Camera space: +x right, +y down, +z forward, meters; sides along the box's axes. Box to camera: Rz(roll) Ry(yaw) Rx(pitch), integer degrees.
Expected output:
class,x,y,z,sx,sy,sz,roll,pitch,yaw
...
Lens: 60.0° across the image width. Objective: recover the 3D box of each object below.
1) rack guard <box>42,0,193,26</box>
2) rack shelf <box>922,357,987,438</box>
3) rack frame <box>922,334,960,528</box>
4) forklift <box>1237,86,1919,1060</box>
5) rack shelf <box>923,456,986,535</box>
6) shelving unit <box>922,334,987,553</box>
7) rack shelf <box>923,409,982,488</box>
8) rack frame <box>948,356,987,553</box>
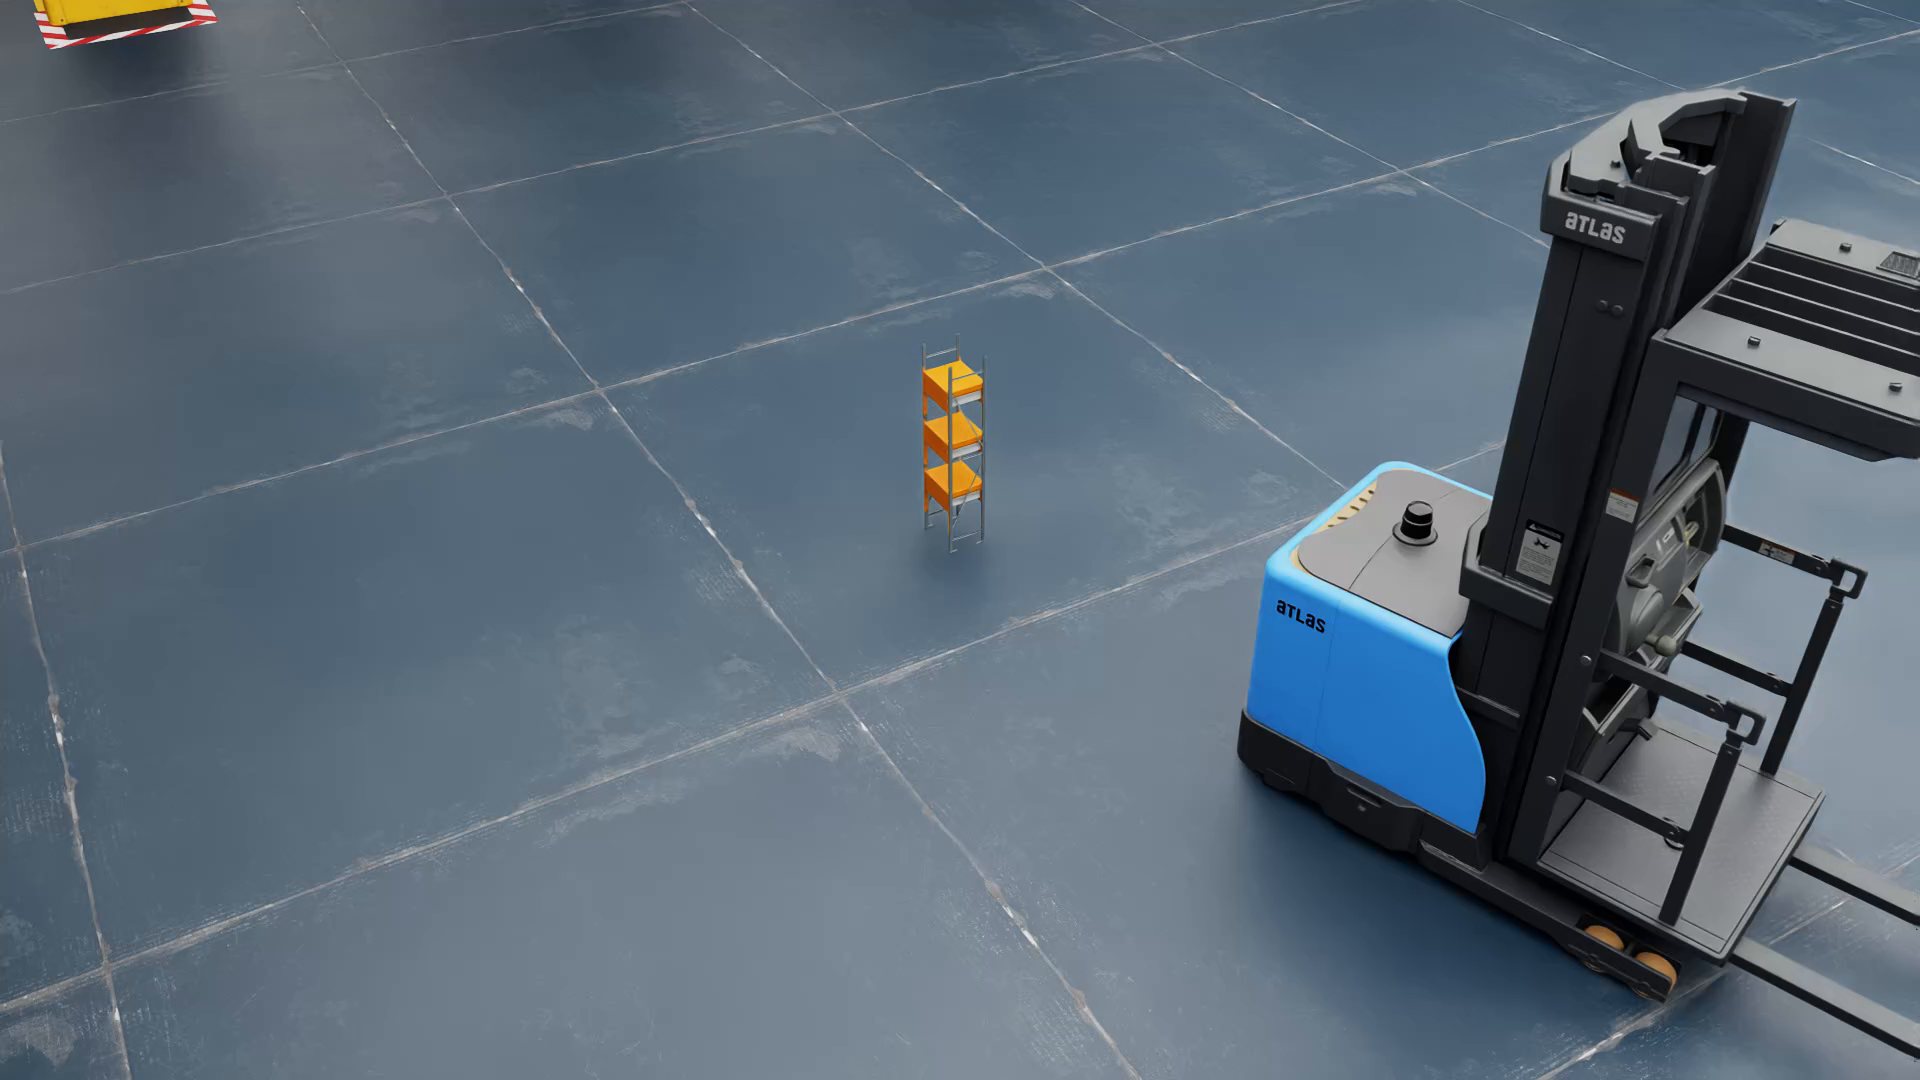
class,x,y,z,sx,sy,sz,roll,pitch,yaw
rack guard,-7.387,-4.872,14.497,1.175,0.500,0.348,-19,40,-24
rack shelf,-0.027,-0.672,7.817,0.215,0.259,0.240,-19,40,-24
rack frame,-0.088,-0.513,8.063,0.200,1.050,0.008,-19,40,-24
forklift,2.597,0.115,5.607,3.031,2.935,1.130,27,44,32
rack shelf,-0.027,-0.218,8.148,0.215,0.259,0.240,-19,40,-24
shelving unit,-0.027,-0.451,7.978,0.215,1.050,0.252,-19,40,-24
rack shelf,-0.027,-0.443,7.984,0.215,0.259,0.240,-19,40,-24
rack frame,0.034,-0.389,7.893,0.200,1.050,0.008,-19,40,-24
